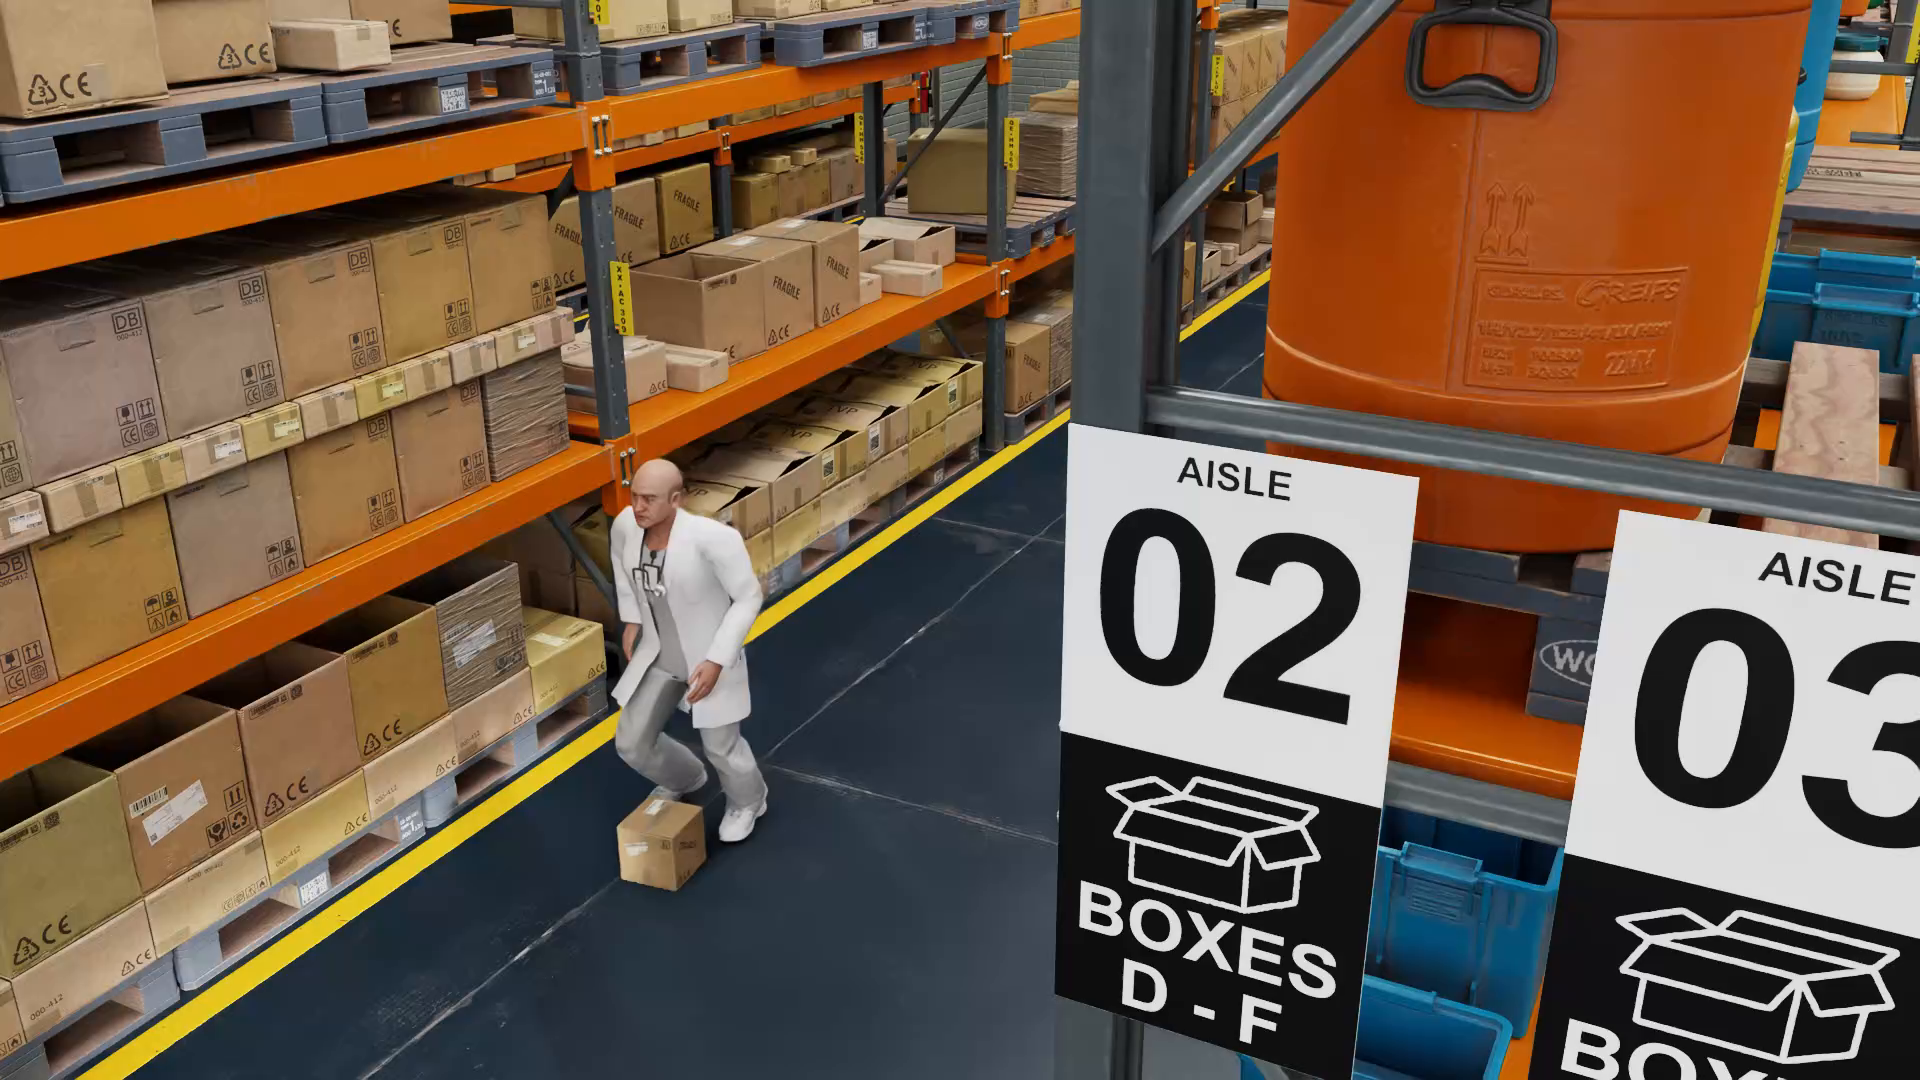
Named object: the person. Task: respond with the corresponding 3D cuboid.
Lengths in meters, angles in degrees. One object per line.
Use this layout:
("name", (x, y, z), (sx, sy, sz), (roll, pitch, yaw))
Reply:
("person", (-1.080, 0.441, 6.619), (0.738, 1.708, 0.637), (10, 24, 22))
